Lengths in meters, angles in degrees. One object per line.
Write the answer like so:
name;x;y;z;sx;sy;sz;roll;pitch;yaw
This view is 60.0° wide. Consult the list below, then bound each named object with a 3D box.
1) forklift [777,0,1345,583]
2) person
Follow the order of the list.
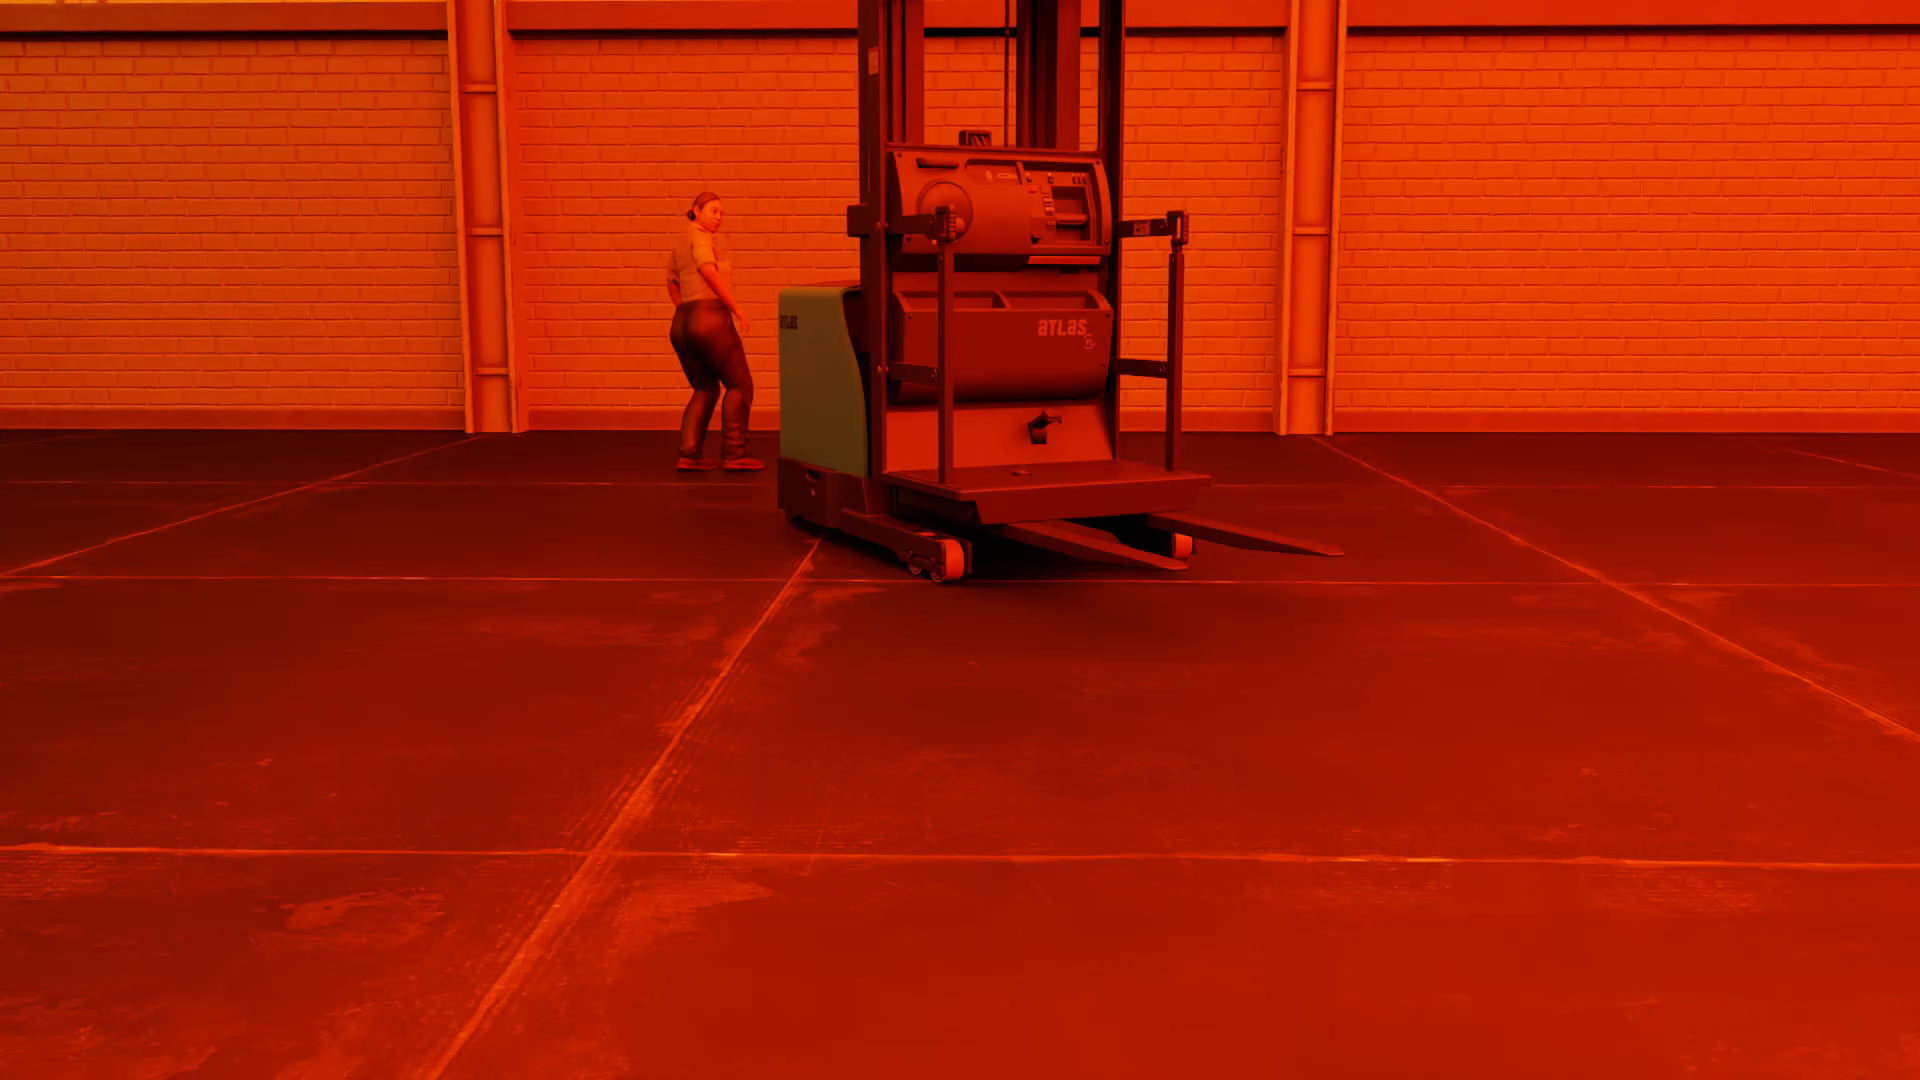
forklift;0.272;-1.366;6.366;1.130;2.935;3.031;-4;10;-26
person;-1.461;-1.212;9.766;0.486;1.614;0.674;-7;11;-39
